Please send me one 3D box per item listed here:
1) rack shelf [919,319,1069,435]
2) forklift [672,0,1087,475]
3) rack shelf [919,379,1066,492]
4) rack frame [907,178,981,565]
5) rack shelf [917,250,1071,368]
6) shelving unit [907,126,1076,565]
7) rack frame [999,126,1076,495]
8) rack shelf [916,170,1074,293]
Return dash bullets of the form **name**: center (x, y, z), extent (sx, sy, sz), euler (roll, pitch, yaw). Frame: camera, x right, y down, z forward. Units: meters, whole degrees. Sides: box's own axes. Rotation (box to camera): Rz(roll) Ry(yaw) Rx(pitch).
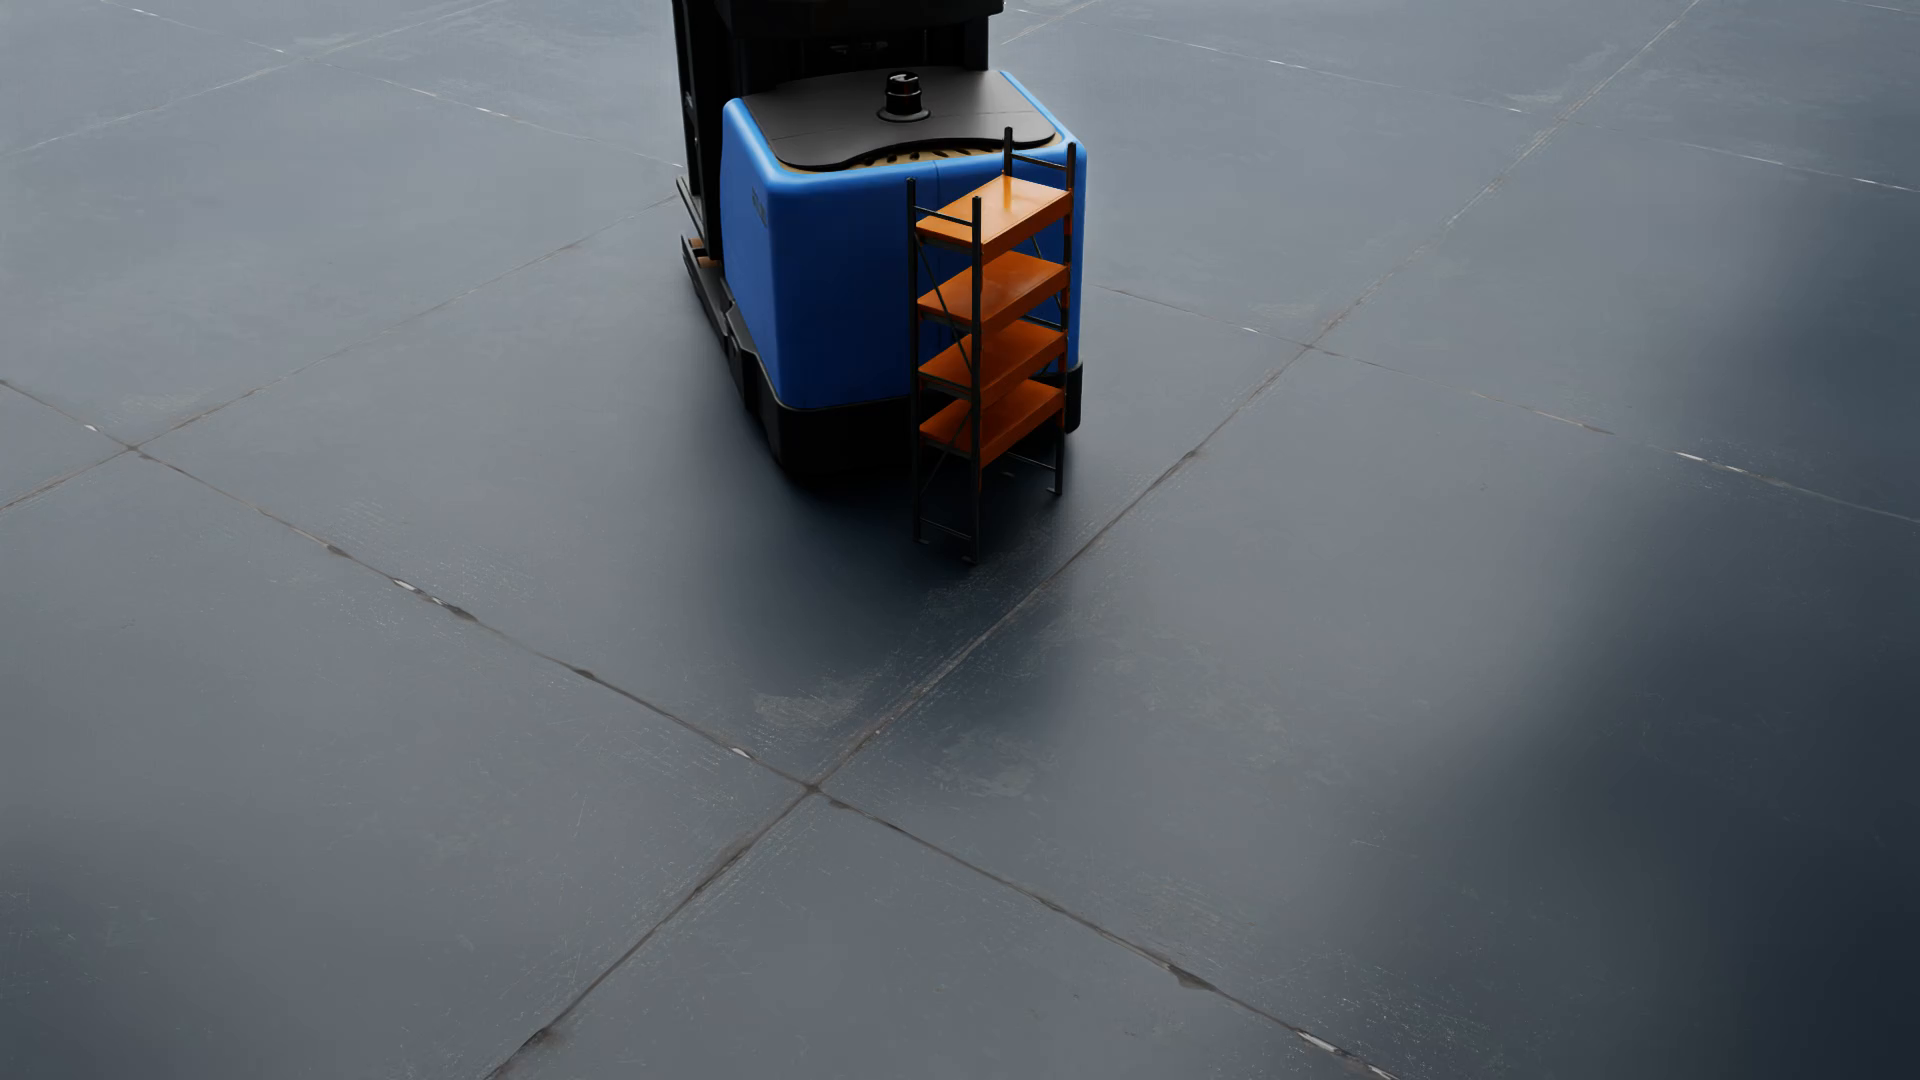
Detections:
- **rack shelf**: center (0.094, -0.517, 5.064), extent (0.258, 0.148, 0.480), euler (21, 39, 28)
- **forklift**: center (-0.509, -2.248, 5.958), extent (1.130, 2.935, 3.031), euler (-10, 35, -14)
- **rack shelf**: center (0.094, -0.353, 5.175), extent (0.258, 0.148, 0.480), euler (21, 39, 28)
- **rack frame**: center (-0.045, -0.461, 4.861), extent (0.240, 1.200, 0.015), euler (21, 39, 28)
- **rack shelf**: center (0.094, -0.703, 4.939), extent (0.258, 0.148, 0.480), euler (21, 39, 28)
- **shelving unit**: center (0.094, -0.573, 5.027), extent (0.258, 1.200, 0.503), euler (21, 39, 28)
- **rack frame**: center (0.234, -0.686, 5.193), extent (0.240, 1.200, 0.015), euler (21, 39, 28)
- **rack shelf**: center (0.094, -0.899, 4.806), extent (0.258, 0.148, 0.480), euler (21, 39, 28)
